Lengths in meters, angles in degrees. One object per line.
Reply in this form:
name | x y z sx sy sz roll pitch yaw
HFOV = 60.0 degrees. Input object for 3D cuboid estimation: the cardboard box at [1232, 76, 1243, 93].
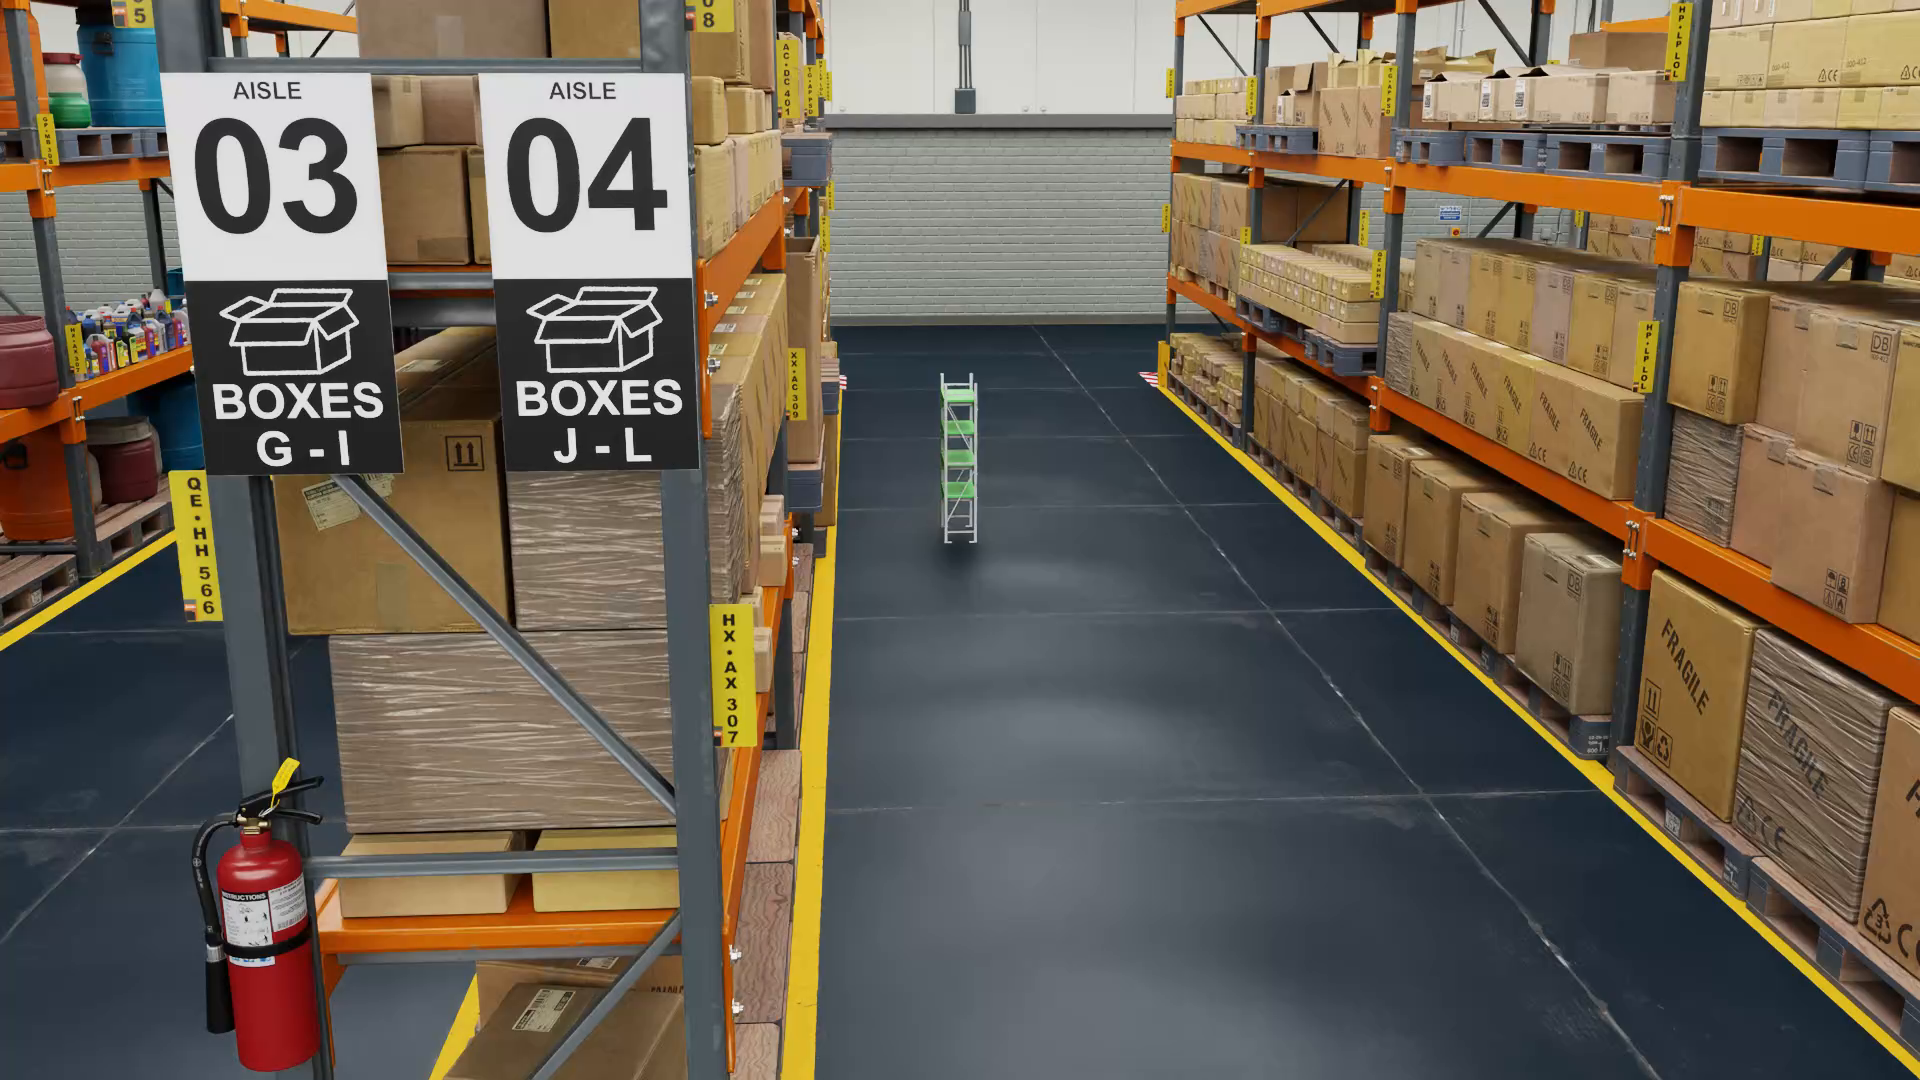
cardboard box | 2.800 -4.326 15.799 0.380 0.149 0.250 -1 14 -4

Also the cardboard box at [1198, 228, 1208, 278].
cardboard box | 2.794 -3.002 17.375 0.500 0.500 0.500 -1 14 -5

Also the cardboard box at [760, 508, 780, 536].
cardboard box | -0.973 -0.038 7.157 0.380 0.149 0.250 -1 14 -3

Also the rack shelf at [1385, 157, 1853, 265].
rack shelf | 3.547 -1.924 9.408 1.077 0.370 4.000 -1 14 -3

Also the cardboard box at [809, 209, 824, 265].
cardboard box | -1.578 -2.941 16.134 0.500 0.500 0.500 -1 14 -3

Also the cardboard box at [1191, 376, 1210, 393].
cardboard box | 2.707 -1.678 17.907 0.380 0.149 0.250 -2 15 -6

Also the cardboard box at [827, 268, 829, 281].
cardboard box | -1.646 -2.923 18.369 0.380 0.149 0.250 -1 14 -3

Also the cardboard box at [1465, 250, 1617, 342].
cardboard box | 3.508 -1.484 10.069 0.700 0.500 0.500 -1 14 -4

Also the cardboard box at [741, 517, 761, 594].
cardboard box | -1.192 -0.103 6.108 0.875 0.500 0.500 -1 14 -3

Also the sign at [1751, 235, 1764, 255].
sign | 7.556 -2.862 15.733 0.100 0.325 0.005 -1 14 -3

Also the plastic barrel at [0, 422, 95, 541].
plastic barrel | -6.524 -0.463 11.818 0.600 0.830 0.708 -1 14 -3

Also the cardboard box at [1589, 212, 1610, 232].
cardboard box | 7.608 -3.817 19.134 0.500 0.500 0.500 -1 14 -5

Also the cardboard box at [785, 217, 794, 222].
cardboard box | -1.648 -2.311 13.273 0.797 0.503 0.637 0 14 -2

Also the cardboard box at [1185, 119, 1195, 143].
cardboard box | 2.729 -4.440 18.044 0.500 0.250 0.500 0 14 -2

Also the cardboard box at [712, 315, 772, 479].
cardboard box | -0.893 -0.467 5.516 0.500 0.500 0.500 -1 14 -3

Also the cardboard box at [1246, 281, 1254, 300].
cardboard box | 2.764 -2.219 14.794 0.380 0.149 0.250 -1 14 -3

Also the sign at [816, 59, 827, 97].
sign | -1.240 -4.127 14.856 0.100 0.325 0.005 -1 14 -3

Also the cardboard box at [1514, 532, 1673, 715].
cardboard box | 3.543 0.411 8.581 1.050 0.750 0.750 -1 14 -4

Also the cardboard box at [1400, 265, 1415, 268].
cardboard box | 3.524 -2.066 13.002 0.380 0.149 0.250 0 14 -1

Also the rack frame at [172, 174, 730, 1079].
rack frame | -1.038 0.724 3.692 1.000 3.000 0.127 -1 14 -3

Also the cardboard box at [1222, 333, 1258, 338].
cardboard box | 3.214 -2.290 19.090 0.380 0.149 0.250 -1 14 -3

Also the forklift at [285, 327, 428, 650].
forklift | -3.512 -0.979 10.451 1.130 2.935 3.031 3 15 11

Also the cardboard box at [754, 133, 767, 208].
cardboard box | -0.938 -1.285 5.781 0.500 0.250 0.500 -1 14 -4

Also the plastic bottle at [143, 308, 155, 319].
plastic bottle | -6.930 -1.882 14.220 0.097 0.201 0.097 0 14 0

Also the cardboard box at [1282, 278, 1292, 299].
cardboard box | 2.840 -2.043 13.513 0.380 0.149 0.250 -1 14 -5

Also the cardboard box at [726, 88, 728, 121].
cardboard box | -0.870 -1.245 4.827 0.380 0.149 0.250 -2 15 -6

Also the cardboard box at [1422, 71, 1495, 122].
cardboard box | 3.249 -2.795 10.485 0.500 0.311 0.500 -1 14 -3

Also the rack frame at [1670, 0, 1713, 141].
rack frame | 3.671 -3.227 7.011 1.000 3.000 0.127 -1 14 -3

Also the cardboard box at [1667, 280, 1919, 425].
cardboard box | 3.660 -0.825 7.247 0.875 0.550 0.550 -1 14 -3

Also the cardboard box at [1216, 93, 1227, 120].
cardboard box | 2.836 -4.304 16.512 0.500 0.250 0.500 0 14 -1

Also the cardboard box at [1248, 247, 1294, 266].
cardboard box | 2.764 -2.507 14.719 0.380 0.149 0.250 0 14 -2

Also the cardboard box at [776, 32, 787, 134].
cardboard box | -1.275 -2.329 8.491 0.797 0.503 0.637 0 14 -1

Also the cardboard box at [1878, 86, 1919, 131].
cardboard box | 3.435 -1.492 5.748 0.380 0.149 0.250 -1 14 -3

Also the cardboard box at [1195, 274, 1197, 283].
cardboard box | 2.794 -2.906 18.307 0.380 0.149 0.250 0 14 -1

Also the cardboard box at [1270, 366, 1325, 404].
cardboard box | 2.993 -1.347 14.412 0.500 0.250 0.500 0 14 -2

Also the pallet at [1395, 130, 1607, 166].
pallet | 3.516 -2.519 10.655 1.213 0.211 1.003 0 14 -1

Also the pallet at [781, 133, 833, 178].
pallet | -1.285 -2.045 8.814 1.213 0.211 1.003 -1 14 -3

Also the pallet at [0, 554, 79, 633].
pallet | -6.467 0.355 10.724 1.003 0.211 1.213 -1 14 -3

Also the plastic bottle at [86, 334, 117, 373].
plastic bottle | -6.209 -1.357 12.028 0.152 0.276 0.135 -1 14 -3

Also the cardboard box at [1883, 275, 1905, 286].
cardboard box | 7.954 -2.088 13.920 0.500 0.250 0.500 -1 14 -5

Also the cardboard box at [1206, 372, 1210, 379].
cardboard box | 2.845 -1.814 17.837 0.380 0.149 0.250 0 14 -1

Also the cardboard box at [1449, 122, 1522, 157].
cardboard box | 3.654 -2.964 11.807 0.500 0.500 0.500 -1 14 -3

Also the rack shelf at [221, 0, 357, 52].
rack shelf | -6.848 -5.044 16.319 1.077 0.370 4.000 -1 14 -3

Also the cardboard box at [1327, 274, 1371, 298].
cardboard box | 2.922 -1.864 12.219 0.380 0.149 0.250 -1 14 -4

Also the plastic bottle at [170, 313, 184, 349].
plastic bottle | -6.241 -1.670 13.231 0.061 0.283 0.133 -1 14 -3

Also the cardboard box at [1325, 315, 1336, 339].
cardboard box | 2.921 -1.576 12.293 0.380 0.149 0.250 -1 14 -4

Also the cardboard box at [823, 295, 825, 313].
cardboard box | -1.467 -2.217 15.629 0.380 0.149 0.250 -1 14 -3

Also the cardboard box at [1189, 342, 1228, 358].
cardboard box | 2.744 -2.090 18.314 0.380 0.149 0.250 -2 15 -6

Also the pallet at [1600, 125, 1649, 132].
pallet | 7.919 -4.633 18.673 1.003 0.211 1.213 -1 14 -3

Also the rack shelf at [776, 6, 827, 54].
rack shelf | -1.905 -5.121 16.616 1.077 0.370 4.000 -1 14 -3

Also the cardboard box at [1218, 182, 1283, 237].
cardboard box | 2.839 -3.230 16.255 0.500 0.500 0.500 -1 14 -5

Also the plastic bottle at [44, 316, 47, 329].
plastic bottle | -6.967 -1.584 12.760 0.144 0.351 0.185 -1 14 -3

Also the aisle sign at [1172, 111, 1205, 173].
aisle sign | 2.624 -4.579 19.086 0.394 0.787 0.004 -1 14 -3

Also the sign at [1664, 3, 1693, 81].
sign | 3.130 -2.167 7.239 0.100 0.325 0.005 -1 14 -3

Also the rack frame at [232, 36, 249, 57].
rack frame | -6.724 -5.089 14.247 1.000 3.000 0.127 -1 14 -3

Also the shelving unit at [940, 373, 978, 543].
shelving unit | -0.010 -0.622 12.537 0.258 1.200 0.503 -1 14 -3
